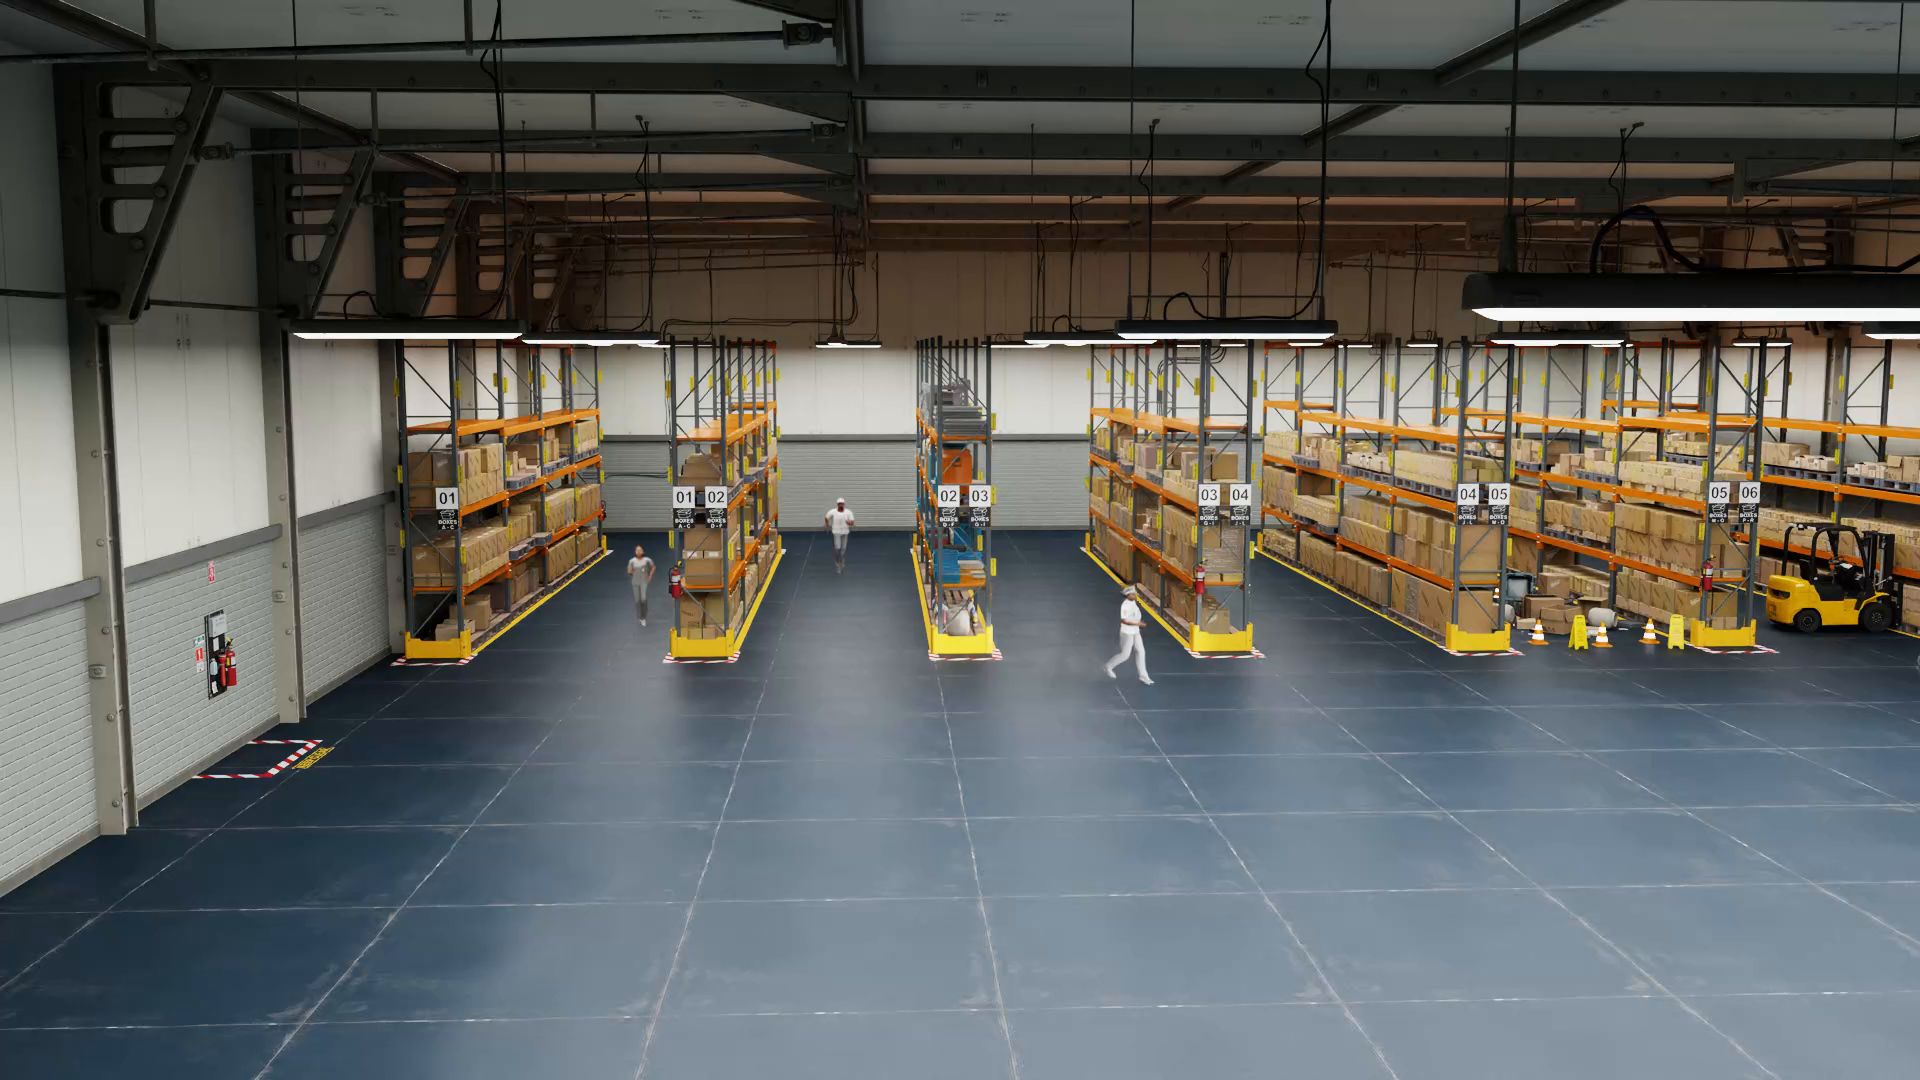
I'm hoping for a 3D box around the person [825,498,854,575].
[{"bbox_3d":[-2.960,-0.105,41.309,0.671,1.886,0.734,-2,7,-17],"label":"person"}]

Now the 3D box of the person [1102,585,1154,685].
[{"bbox_3d":[2.913,1.626,28.700,0.923,1.718,0.589,3,7,27],"label":"person"}]

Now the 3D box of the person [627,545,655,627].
[{"bbox_3d":[-6.667,0.957,34.712,0.544,1.705,0.691,0,6,-1],"label":"person"}]
